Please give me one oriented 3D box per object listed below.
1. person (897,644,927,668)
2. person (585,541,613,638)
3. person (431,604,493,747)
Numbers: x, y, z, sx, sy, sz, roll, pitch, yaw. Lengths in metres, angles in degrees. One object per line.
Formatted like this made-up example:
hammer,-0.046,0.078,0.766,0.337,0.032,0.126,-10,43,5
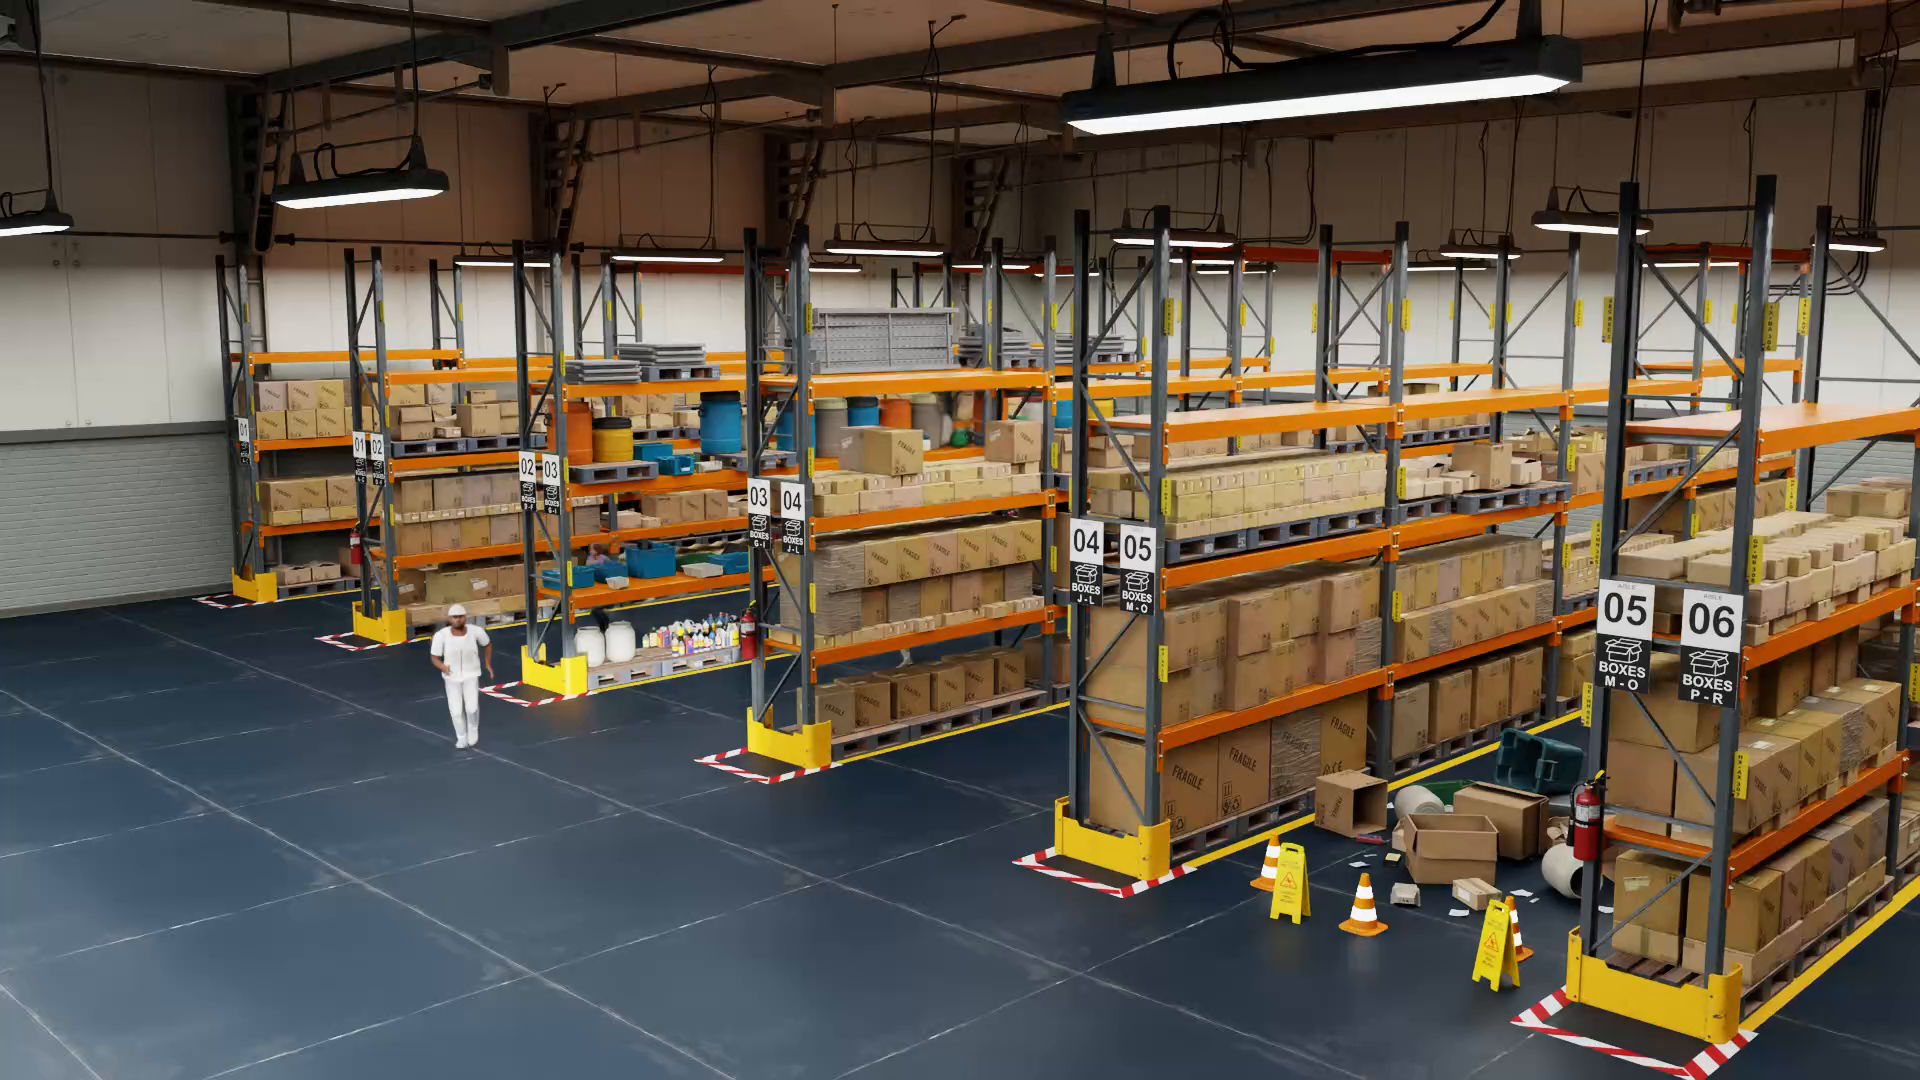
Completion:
person,-0.707,0.997,23.930,0.642,1.663,0.698,6,10,35
person,-5.489,0.809,25.276,0.504,1.571,0.732,4,9,27
person,-5.751,1.588,19.227,0.682,1.716,0.700,-2,8,-16
